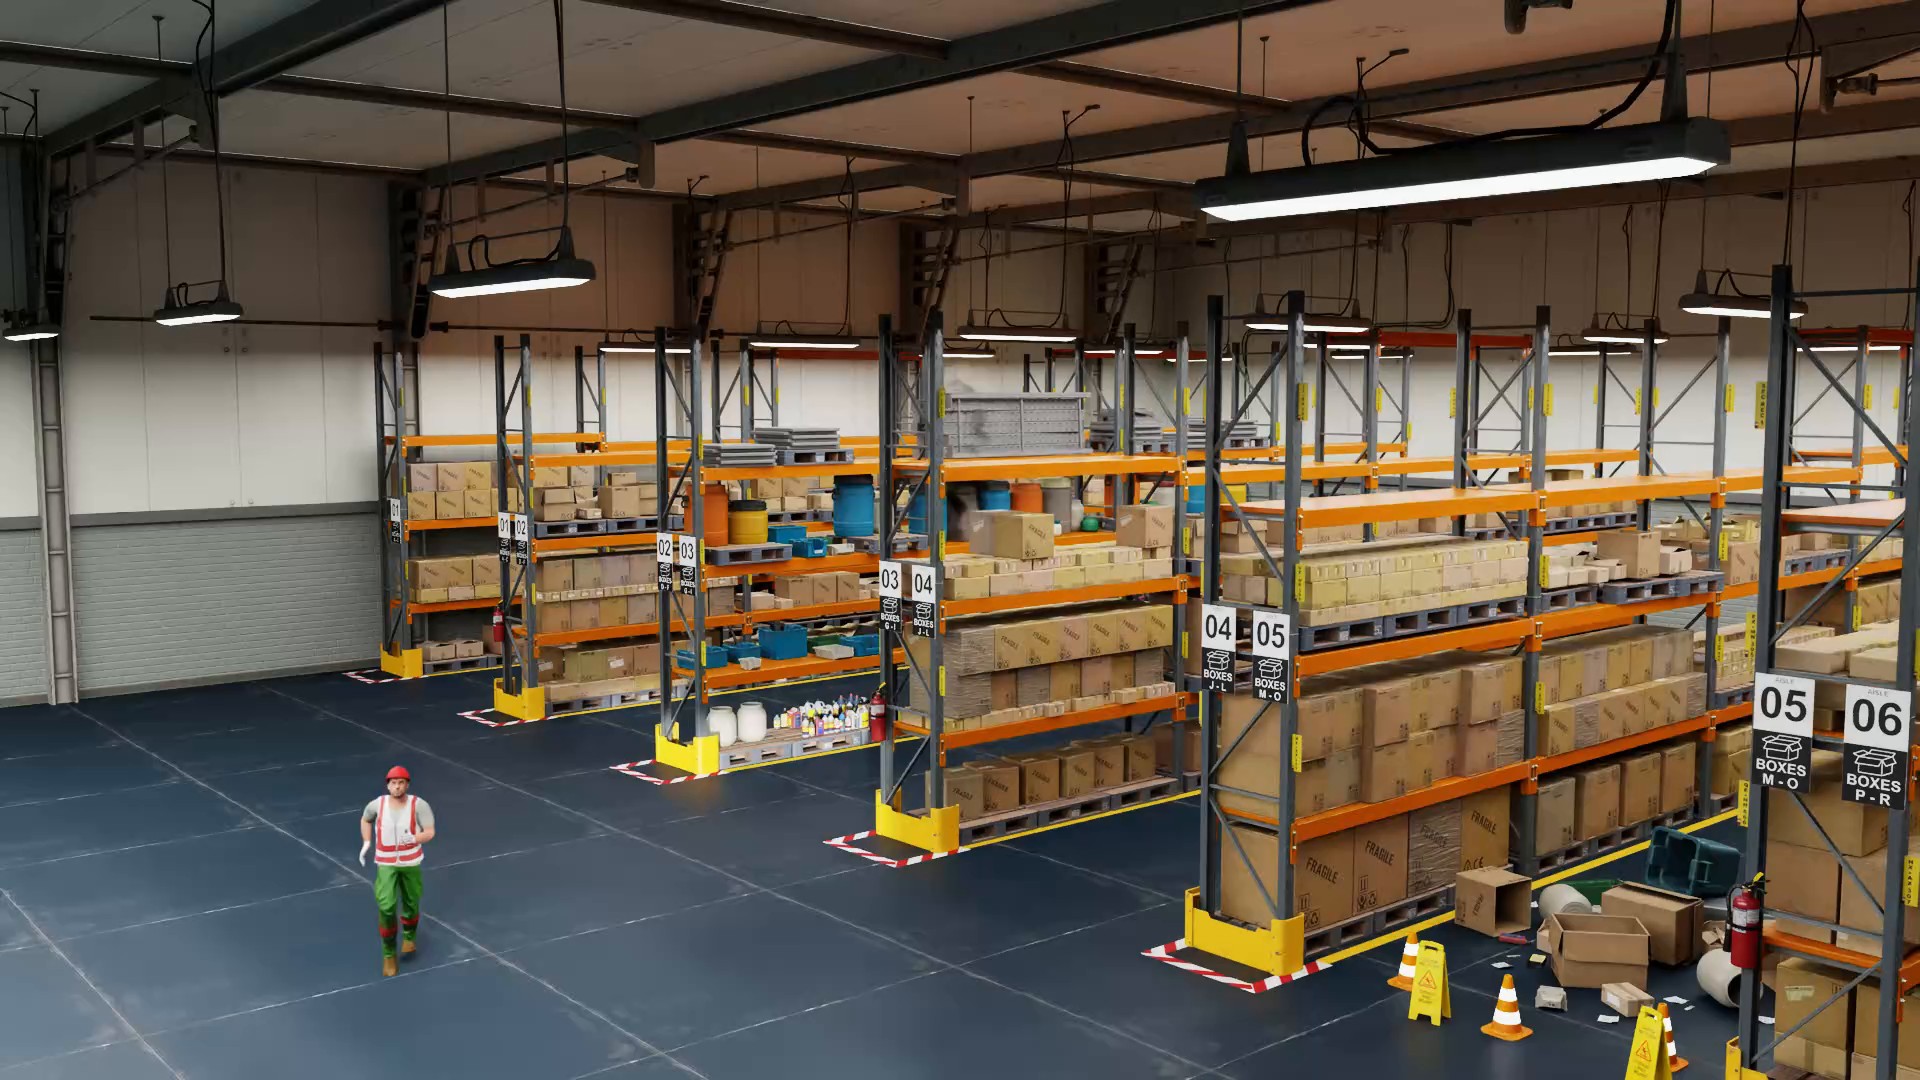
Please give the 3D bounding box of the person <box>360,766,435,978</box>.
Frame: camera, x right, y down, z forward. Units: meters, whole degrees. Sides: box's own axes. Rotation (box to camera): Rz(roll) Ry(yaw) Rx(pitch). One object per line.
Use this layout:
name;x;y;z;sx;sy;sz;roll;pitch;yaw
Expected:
person;-5.005;2.926;14.820;0.643;1.846;0.774;-2;5;-19
